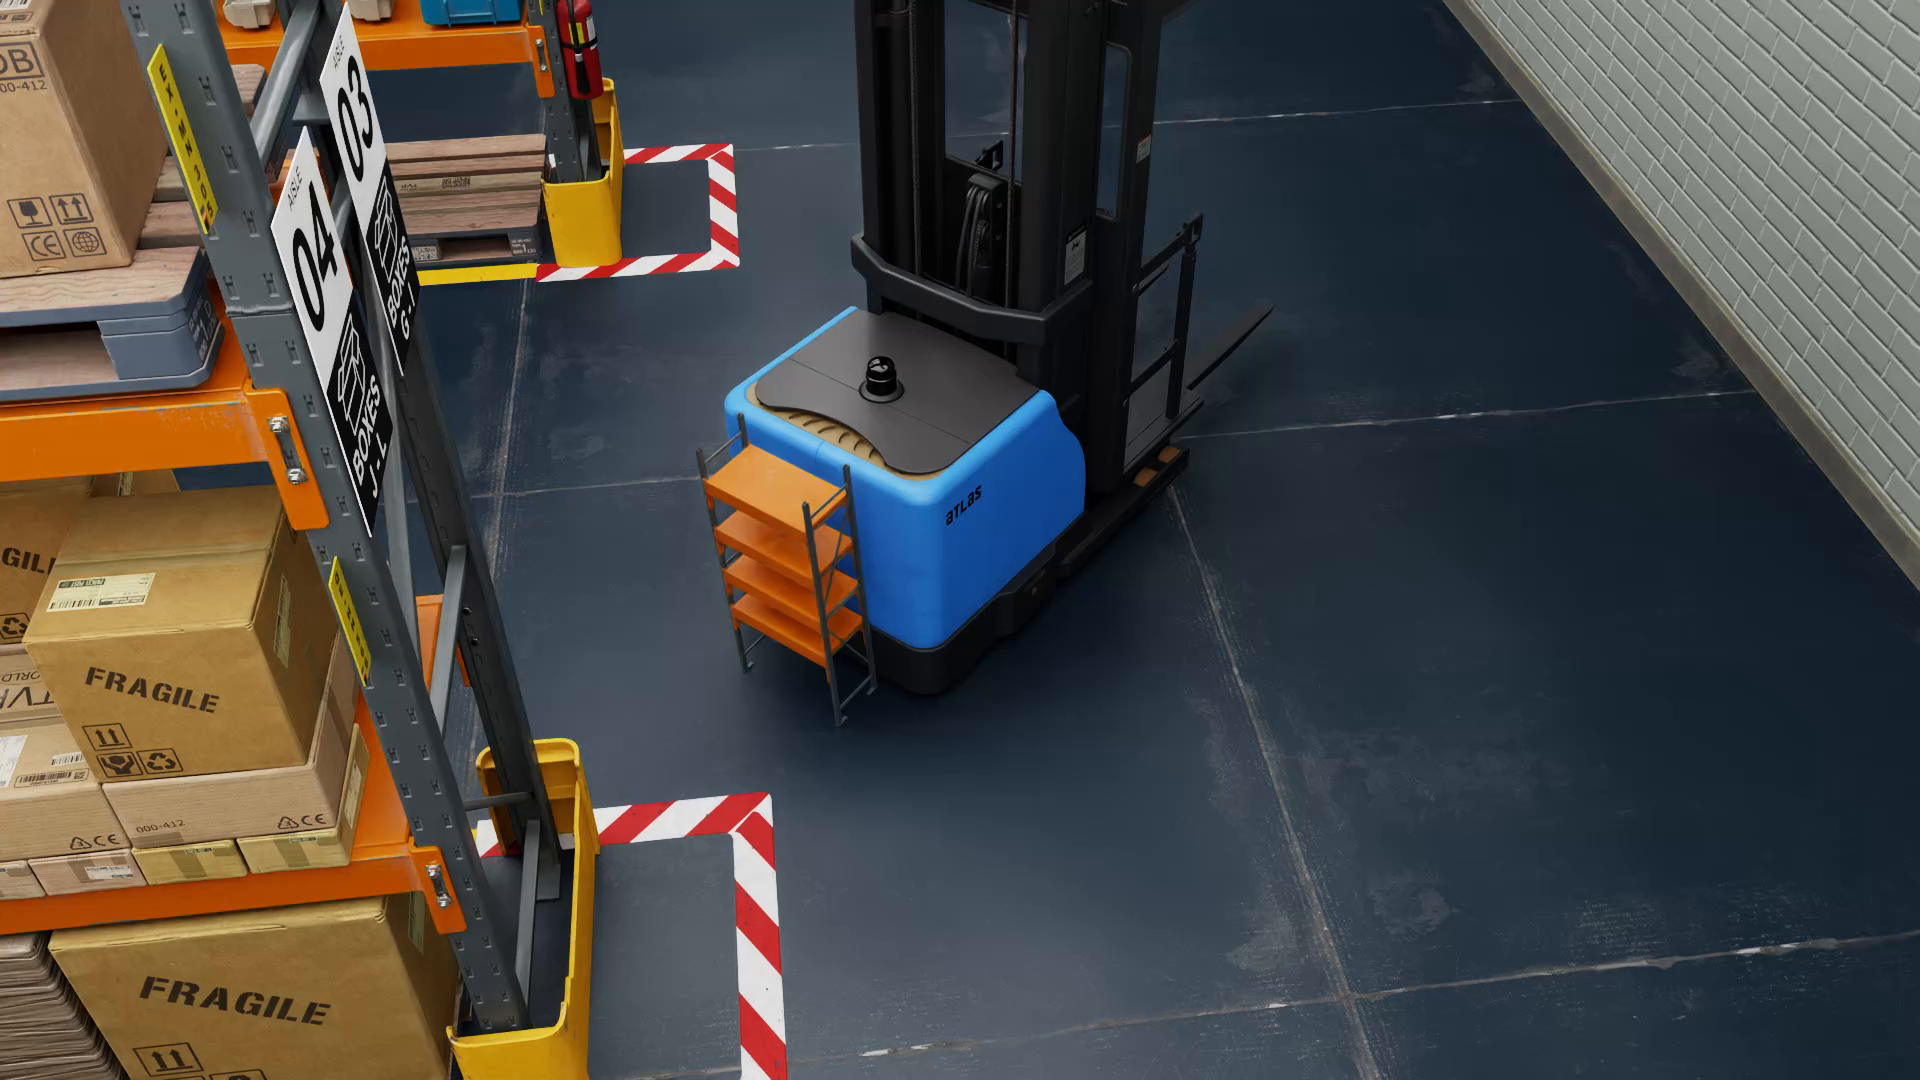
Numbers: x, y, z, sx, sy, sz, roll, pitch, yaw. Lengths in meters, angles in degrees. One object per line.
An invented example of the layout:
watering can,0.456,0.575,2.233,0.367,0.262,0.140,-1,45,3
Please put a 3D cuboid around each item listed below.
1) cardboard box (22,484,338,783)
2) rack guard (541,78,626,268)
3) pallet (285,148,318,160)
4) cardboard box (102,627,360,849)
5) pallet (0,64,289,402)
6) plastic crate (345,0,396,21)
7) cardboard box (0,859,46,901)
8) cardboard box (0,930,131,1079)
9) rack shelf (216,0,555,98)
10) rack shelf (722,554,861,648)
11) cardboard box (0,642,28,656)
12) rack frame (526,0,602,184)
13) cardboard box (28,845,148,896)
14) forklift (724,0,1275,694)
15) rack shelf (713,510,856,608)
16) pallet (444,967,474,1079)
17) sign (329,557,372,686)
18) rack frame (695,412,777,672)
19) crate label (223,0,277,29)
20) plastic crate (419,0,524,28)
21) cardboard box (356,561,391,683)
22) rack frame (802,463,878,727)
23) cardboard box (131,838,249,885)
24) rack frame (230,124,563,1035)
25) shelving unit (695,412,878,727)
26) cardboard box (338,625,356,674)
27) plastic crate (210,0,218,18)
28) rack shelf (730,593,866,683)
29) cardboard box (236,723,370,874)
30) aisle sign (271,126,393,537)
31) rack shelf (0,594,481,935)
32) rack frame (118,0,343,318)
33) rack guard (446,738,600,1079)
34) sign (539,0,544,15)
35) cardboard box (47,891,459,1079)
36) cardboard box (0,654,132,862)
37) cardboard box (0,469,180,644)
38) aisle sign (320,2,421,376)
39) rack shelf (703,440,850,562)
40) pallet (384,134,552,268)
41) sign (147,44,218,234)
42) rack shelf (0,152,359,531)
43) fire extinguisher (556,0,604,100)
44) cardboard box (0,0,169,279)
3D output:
cardboard box,-1.884,0.226,4.090,0.500,0.500,0.500,-5,42,-5
rack guard,-2.055,-2.030,9.127,0.348,0.500,1.175,-5,42,-6
pallet,-4.107,-1.762,9.046,1.213,0.211,1.003,-5,42,-6
cardboard box,-1.881,0.506,4.340,0.500,0.250,0.500,-6,42,-6
pallet,-2.169,-0.667,3.577,1.213,0.211,1.003,-5,42,-6
plastic crate,-2.862,-2.680,8.134,0.243,0.136,0.396,-5,42,-6
cardboard box,-2.500,0.751,4.365,0.250,0.149,0.380,-4,42,-5
cardboard box,-2.961,1.163,4.994,0.875,0.875,0.875,-5,42,-6
rack shelf,-4.060,-2.506,8.326,4.000,0.370,1.077,-5,42,-6
rack shelf,-0.623,0.180,6.241,0.480,0.148,0.258,26,53,26
cardboard box,-2.460,0.199,4.679,0.500,0.250,0.500,-5,42,-6
rack frame,-2.077,-2.947,8.278,0.127,3.000,1.000,-5,42,-6
cardboard box,-2.253,0.730,4.389,0.250,0.149,0.380,-5,42,-5
forklift,0.380,-1.425,6.642,1.130,2.935,3.031,27,48,27
rack shelf,-0.633,0.023,6.082,0.480,0.148,0.258,26,53,26
pallet,-2.217,1.499,5.430,1.213,0.211,1.003,-5,42,-6
sign,-1.378,0.186,3.763,0.005,0.325,0.100,-5,42,-6
rack frame,-0.823,0.036,6.301,0.015,1.200,0.240,26,53,26
crate label,-3.424,-2.624,8.072,0.243,0.136,0.396,-5,42,-6
plastic crate,-2.385,-2.829,8.076,0.499,0.435,0.616,-5,42,-6
cardboard box,-1.829,0.247,4.924,0.250,0.149,0.380,-5,42,-5
rack frame,-0.430,0.230,6.086,0.015,1.200,0.240,26,53,26
cardboard box,-2.003,0.709,4.412,0.250,0.149,0.380,-5,42,-5
rack frame,-1.435,0.342,4.631,0.127,3.000,1.000,-5,42,-6
shelving unit,-0.626,0.133,6.193,0.503,1.200,0.258,26,53,26
cardboard box,-1.946,0.150,4.734,0.500,0.250,0.500,-6,42,-7
plastic crate,-3.715,-2.586,8.030,0.250,0.136,0.298,-5,42,-6
rack shelf,-0.614,0.319,6.383,0.480,0.148,0.258,26,53,26
cardboard box,-1.745,0.685,4.438,0.250,0.149,0.380,-4,42,-5
aisle sign,-1.324,-0.430,3.546,0.004,0.787,0.394,-5,42,-6
rack shelf,-3.418,0.783,4.679,4.000,0.370,1.077,-5,42,-6
rack frame,-1.435,-1.885,2.622,0.127,3.000,1.000,-5,42,-6
rack guard,-1.411,1.268,5.470,0.348,0.500,1.175,-5,42,-6
sign,-1.989,-2.644,7.820,0.005,0.325,0.100,-5,42,-6
cardboard box,-2.059,1.084,5.081,0.875,0.875,0.875,-5,42,-6
cardboard box,-2.384,0.549,4.291,0.500,0.250,0.500,-6,42,-6
cardboard box,-2.441,-0.085,4.435,0.500,0.500,0.500,-6,42,-7
aisle sign,-1.402,-0.829,3.988,0.004,0.787,0.394,-5,42,-6
rack shelf,-0.644,-0.142,5.913,0.480,0.148,0.258,26,53,26
pallet,-2.900,-1.866,9.161,1.213,0.211,1.003,-5,42,-6
sign,-1.378,-0.709,2.955,0.005,0.325,0.100,-5,42,-6
rack shelf,-3.418,-0.331,3.675,4.000,0.370,1.077,-5,42,-6
fire extinguisher,-1.868,-2.491,8.109,0.183,0.674,0.296,-5,42,-6
cardboard box,-1.943,-0.921,3.329,0.500,0.500,0.700,-7,43,-8
